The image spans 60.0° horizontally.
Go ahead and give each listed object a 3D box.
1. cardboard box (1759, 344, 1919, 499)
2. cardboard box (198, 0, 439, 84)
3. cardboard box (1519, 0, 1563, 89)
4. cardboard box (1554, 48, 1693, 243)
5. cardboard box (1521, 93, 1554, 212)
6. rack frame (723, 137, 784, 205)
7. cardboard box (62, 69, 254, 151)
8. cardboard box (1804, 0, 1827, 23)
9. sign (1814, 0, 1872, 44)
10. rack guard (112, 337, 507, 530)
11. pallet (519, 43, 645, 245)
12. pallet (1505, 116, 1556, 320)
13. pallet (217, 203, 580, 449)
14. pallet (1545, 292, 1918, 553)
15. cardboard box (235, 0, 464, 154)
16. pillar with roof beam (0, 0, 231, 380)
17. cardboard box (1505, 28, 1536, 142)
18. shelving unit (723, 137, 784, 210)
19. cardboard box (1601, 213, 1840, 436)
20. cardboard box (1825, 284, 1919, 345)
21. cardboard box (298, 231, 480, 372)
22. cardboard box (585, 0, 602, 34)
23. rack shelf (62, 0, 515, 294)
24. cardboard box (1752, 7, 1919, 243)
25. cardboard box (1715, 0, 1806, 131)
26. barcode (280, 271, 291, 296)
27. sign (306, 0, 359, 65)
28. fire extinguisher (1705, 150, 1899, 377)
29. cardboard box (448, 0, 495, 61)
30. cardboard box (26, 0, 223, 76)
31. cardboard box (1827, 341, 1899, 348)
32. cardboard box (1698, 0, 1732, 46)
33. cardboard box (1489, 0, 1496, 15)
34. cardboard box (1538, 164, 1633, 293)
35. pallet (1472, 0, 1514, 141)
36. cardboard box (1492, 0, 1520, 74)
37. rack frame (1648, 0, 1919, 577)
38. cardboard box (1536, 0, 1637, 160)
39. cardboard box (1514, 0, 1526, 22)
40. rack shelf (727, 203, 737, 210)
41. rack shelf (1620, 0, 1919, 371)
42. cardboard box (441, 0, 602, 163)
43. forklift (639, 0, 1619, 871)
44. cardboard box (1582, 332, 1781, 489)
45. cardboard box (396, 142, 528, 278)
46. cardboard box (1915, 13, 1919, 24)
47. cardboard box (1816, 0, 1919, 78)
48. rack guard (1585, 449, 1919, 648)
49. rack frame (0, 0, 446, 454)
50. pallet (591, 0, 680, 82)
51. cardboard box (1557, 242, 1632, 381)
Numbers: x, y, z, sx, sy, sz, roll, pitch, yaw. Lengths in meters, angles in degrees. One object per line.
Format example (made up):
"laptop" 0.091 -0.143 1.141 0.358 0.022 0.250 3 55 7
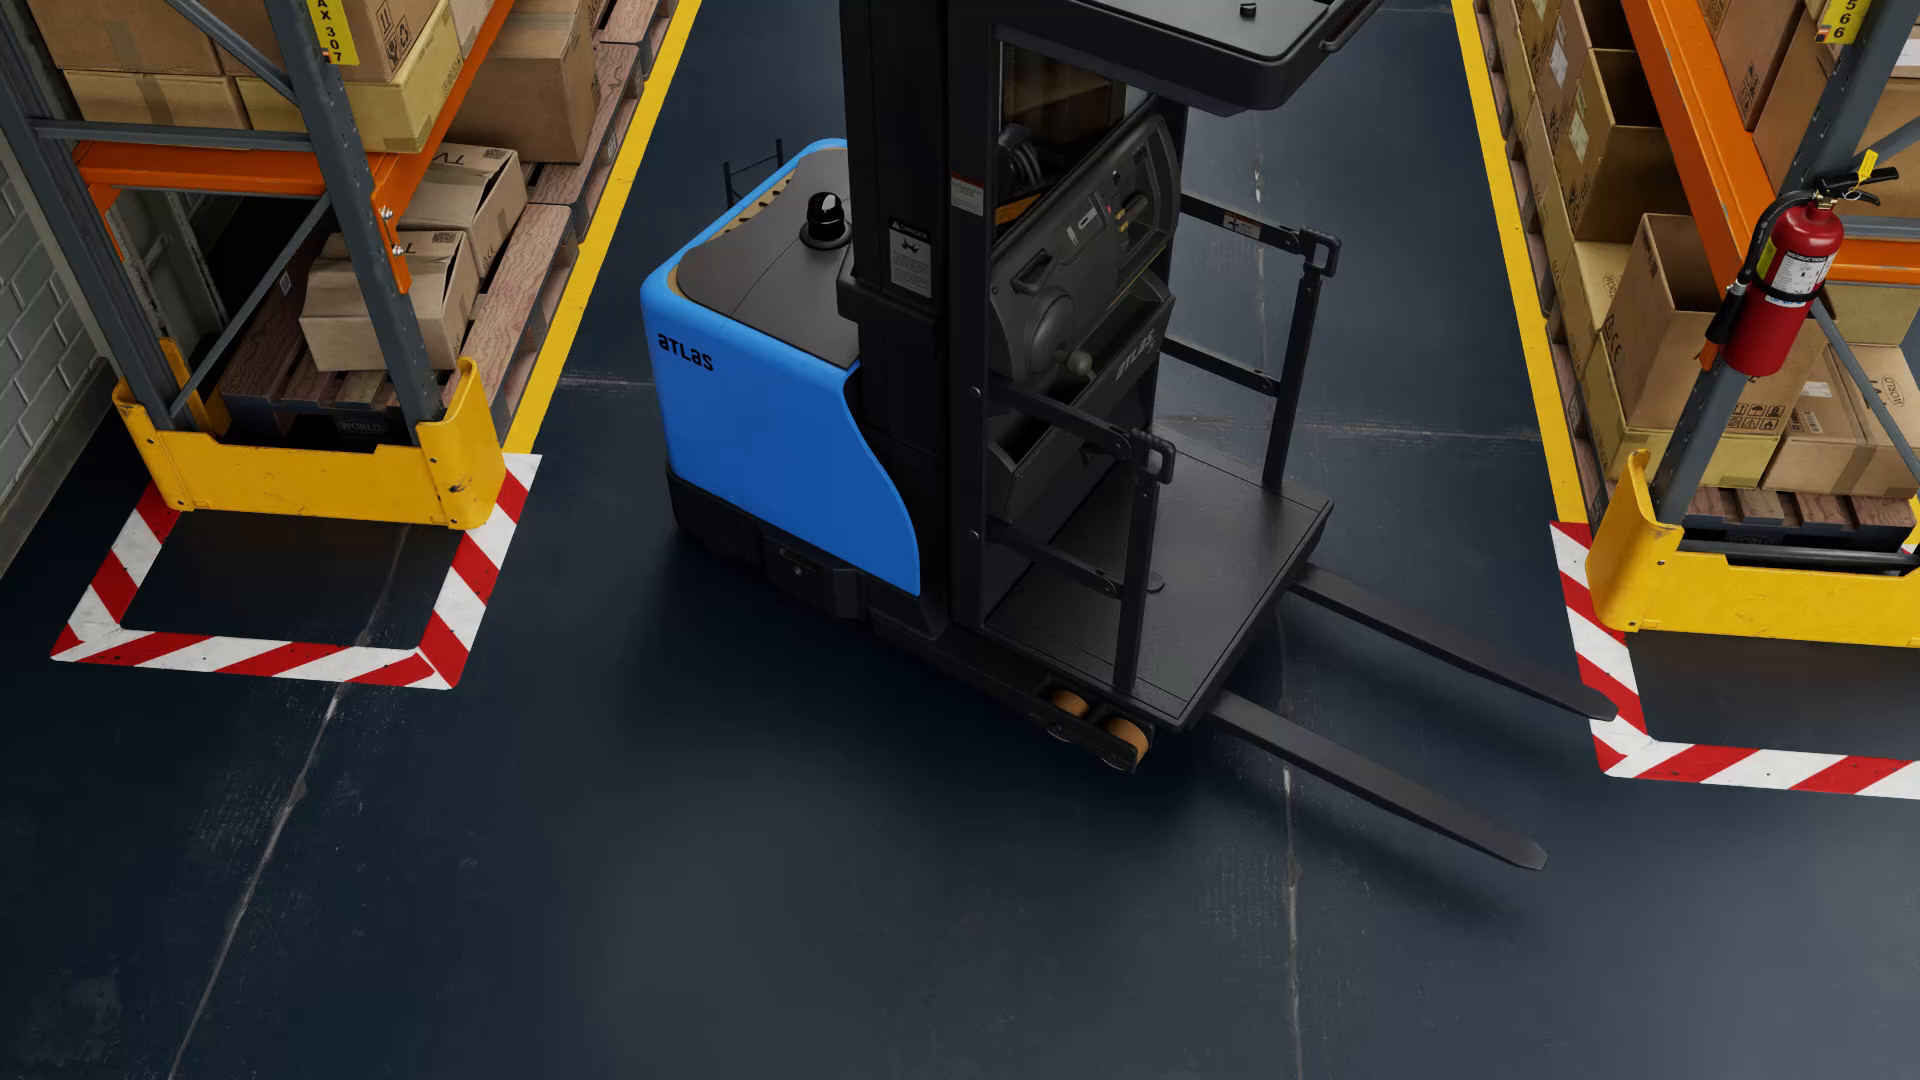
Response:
"cardboard box" 2.976 -0.416 5.677 0.500 0.250 0.500 4 48 4
"cardboard box" -1.885 -1.694 4.846 0.500 0.500 0.500 4 48 4
"cardboard box" 2.625 -2.175 6.777 0.500 0.500 0.500 4 48 4
"cardboard box" 2.534 -1.440 6.105 0.500 0.500 0.500 4 48 4
"cardboard box" 2.585 -1.554 6.717 0.500 0.250 0.500 4 48 4
"rack frame" -0.721 -1.049 6.100 0.240 0.900 0.006 -30 54 -25
"cardboard box" -2.379 -1.466 5.147 0.500 0.250 0.500 4 48 4
"cardboard box" 2.573 -1.562 4.639 0.380 0.149 0.250 5 48 5
"sign" 2.166 -1.341 3.998 0.100 0.325 0.005 4 48 4
"rack guard" -2.221 -0.366 5.746 1.175 0.500 0.348 4 48 4
"pallet" -1.998 -1.757 7.214 1.003 0.211 1.213 4 48 4
"pallet" 2.847 -1.341 6.833 1.003 0.211 1.213 4 48 4
"pallet" -2.112 -0.863 6.396 1.003 0.211 1.213 4 48 4
"pallet" 2.733 -0.447 6.016 1.003 0.211 1.213 4 48 4
"cardboard box" -1.868 -1.447 5.129 0.500 0.250 0.500 3 48 2
"pillar with roof beam" 1.261 -3.462 2.818 9.100 9.000 0.400 4 48 4
"cardboard box" 2.624 -1.922 7.054 0.500 0.250 0.500 4 48 4
"shelving unit" -0.657 -0.990 6.046 0.258 0.900 0.210 -30 54 -25
"cardboard box" 2.458 -0.704 5.432 0.500 0.500 0.500 4 48 4
"cardboard box" 3.019 -1.037 5.736 0.500 0.500 0.500 4 48 4
"cardboard box" -2.076 -0.897 6.062 0.500 0.311 0.500 -1 48 -1
"cardboard box" -1.919 -2.633 7.521 0.500 0.500 0.500 1 48 1
"rack shelf" -2.046 -2.381 6.382 1.077 0.370 4.000 4 48 4
"cardboard box" 2.760 -1.199 4.746 0.700 0.500 0.500 4 48 4
"cardboard box" 2.803 -1.586 5.100 0.700 0.500 0.500 5 48 5
"barcode" -2.472 -0.940 6.095 0.001 0.075 0.075 4 48 4
"sign" -1.688 -1.410 4.420 0.100 0.325 0.005 4 48 4
"fire extinguisher" 2.232 -0.742 4.448 0.296 0.674 0.183 4 48 4
"cardboard box" -1.835 -1.830 5.479 0.500 0.250 0.500 3 48 2
"cardboard box" -2.397 -1.724 4.874 0.500 0.500 0.500 3 48 3
"cardboard box" 3.017 -0.784 6.013 0.500 0.250 0.500 4 48 4
"cardboard box" 2.854 -1.950 5.433 0.700 0.500 0.500 4 48 4
"cardboard box" 2.725 -2.656 7.725 0.500 0.250 0.500 4 48 4
"cardboard box" 2.537 -1.187 6.381 0.500 0.250 0.500 4 48 4
"pallet" 2.955 -2.240 7.656 1.003 0.211 1.213 4 48 4
"cardboard box" 2.675 -2.289 7.390 0.500 0.250 0.500 4 48 4
"rack frame" 2.705 -0.823 4.470 1.000 3.000 0.127 4 48 4
"cardboard box" 2.581 -1.807 6.441 0.500 0.500 0.500 4 48 4
"cardboard box" 2.678 -2.542 7.113 0.500 0.500 0.500 4 48 4
"rack shelf" -0.657 -1.150 5.871 0.258 0.077 0.200 -30 54 -25
"rack shelf" 2.887 -2.050 6.080 1.077 0.370 4.000 4 48 4
"cardboard box" -1.907 -1.916 6.865 0.700 0.500 0.500 1 48 1
"forklift" 0.527 -0.737 4.438 3.031 2.935 1.130 26 53 22
"cardboard box" 2.460 -0.451 5.709 0.500 0.250 0.500 4 48 4
"cardboard box" -2.024 -1.316 6.445 0.500 0.311 0.500 7 48 7
"cardboard box" 2.765 -1.676 4.303 0.700 0.500 0.500 4 48 4
"cardboard box" 2.550 -1.370 4.463 0.380 0.149 0.250 3 48 3
"rack guard" 2.703 0.038 5.377 1.175 0.500 0.348 4 48 4
"rack frame" -2.228 -1.154 4.772 1.000 3.000 0.127 4 48 4
"pallet" -1.890 -2.656 8.036 1.003 0.211 1.213 4 48 4
"cardboard box" 2.493 -0.819 6.045 0.500 0.250 0.500 4 48 4
